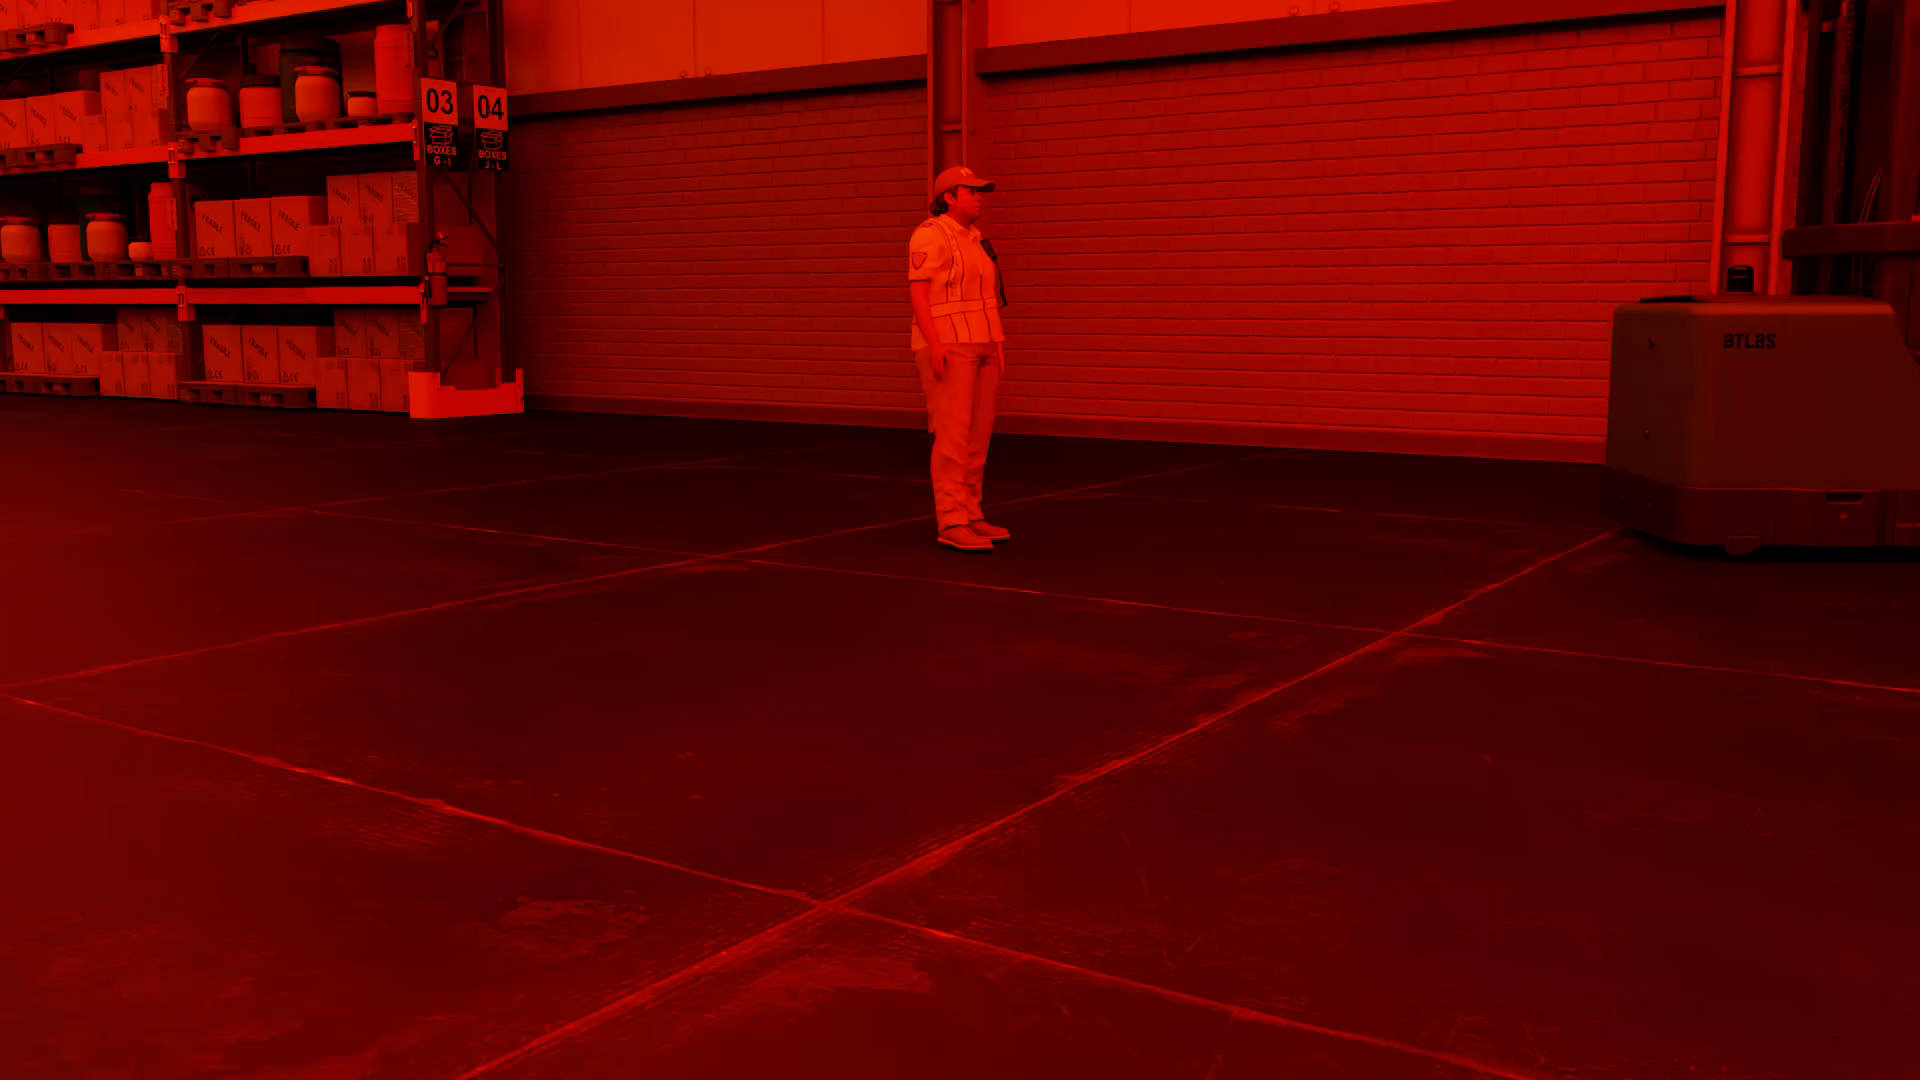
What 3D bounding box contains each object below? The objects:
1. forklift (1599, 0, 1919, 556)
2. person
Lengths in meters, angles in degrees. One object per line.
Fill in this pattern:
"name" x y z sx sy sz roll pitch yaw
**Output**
"forklift" 4.536 -1.427 7.226 3.031 2.935 1.130 0 8 1
"person" 0.051 -0.825 7.424 0.529 1.670 0.598 5 10 34
